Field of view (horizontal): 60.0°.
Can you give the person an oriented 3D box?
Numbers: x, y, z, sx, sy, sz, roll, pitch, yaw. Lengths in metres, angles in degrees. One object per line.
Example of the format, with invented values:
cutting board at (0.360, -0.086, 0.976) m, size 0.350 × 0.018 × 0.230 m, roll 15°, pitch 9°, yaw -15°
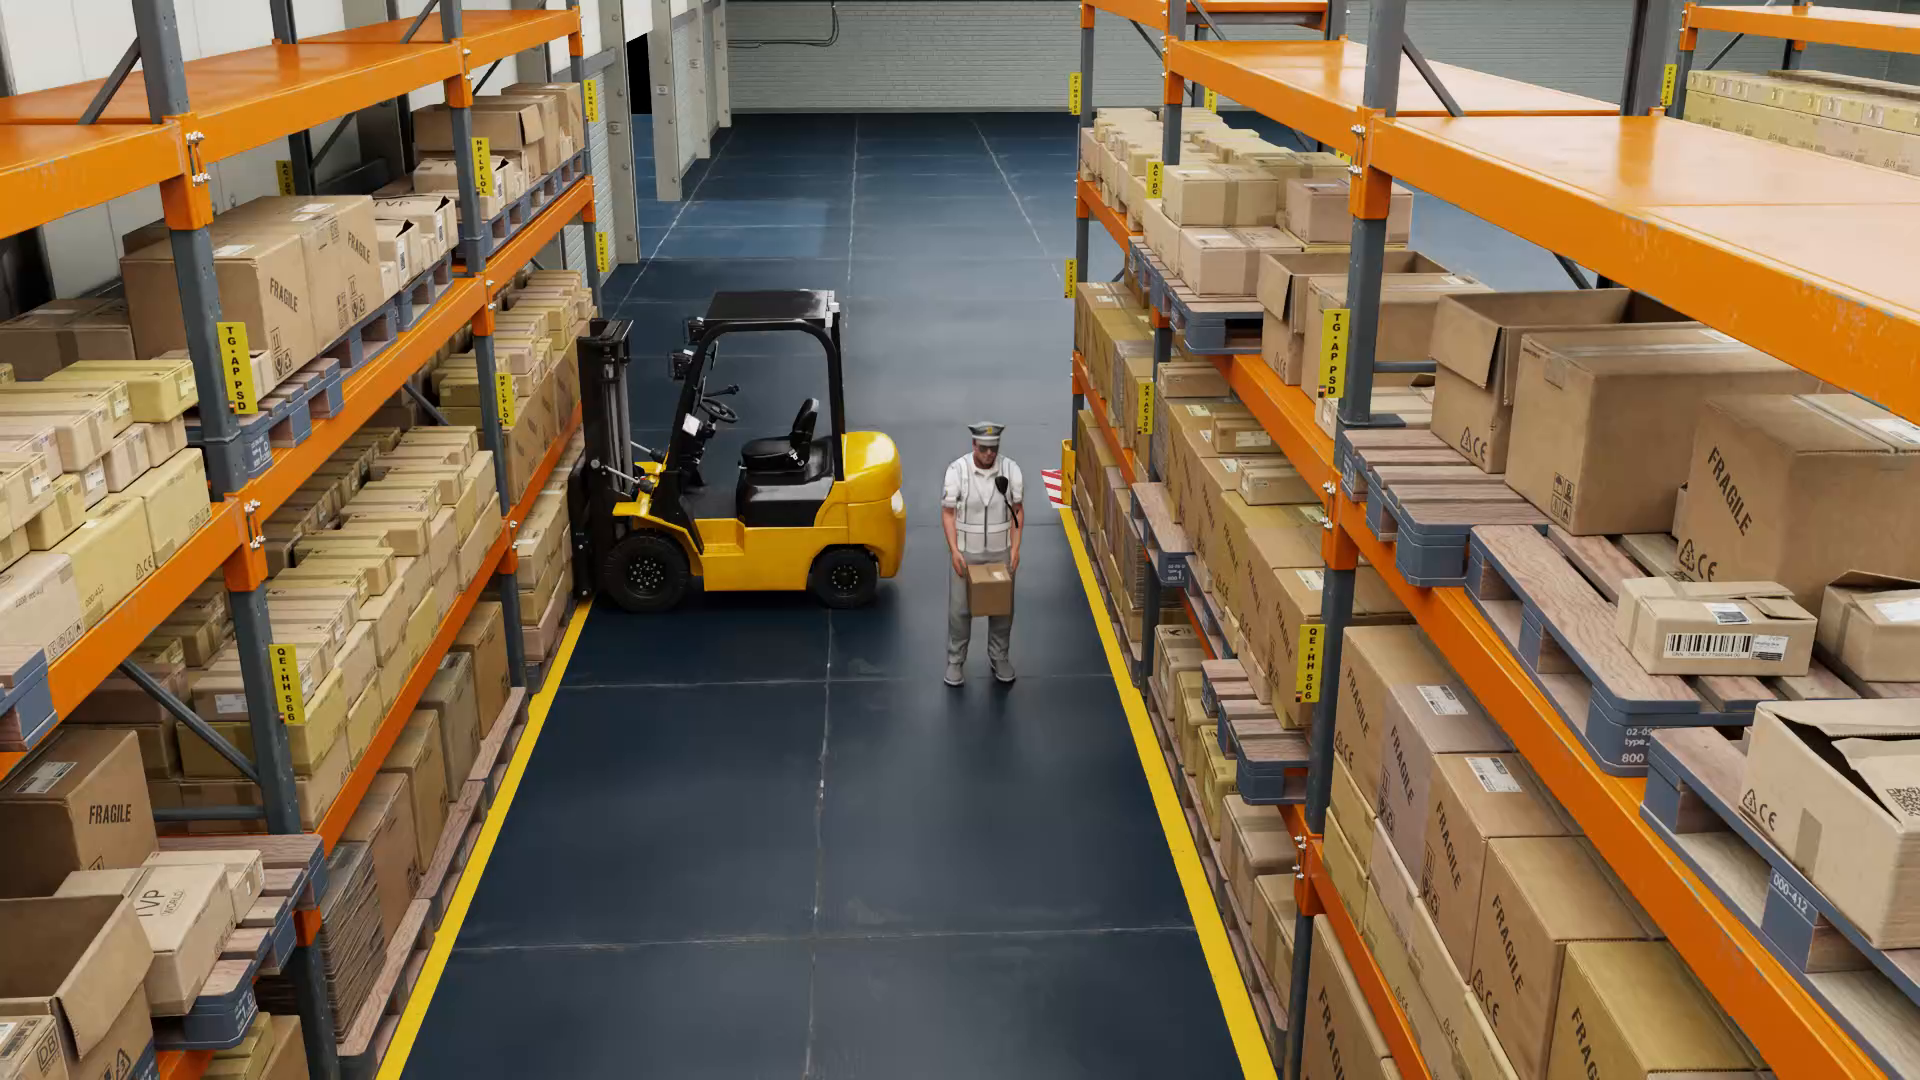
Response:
person at (0.149, 0.063, 10.872) m, size 0.547 × 1.763 × 0.444 m, roll -3°, pitch 20°, yaw -8°
